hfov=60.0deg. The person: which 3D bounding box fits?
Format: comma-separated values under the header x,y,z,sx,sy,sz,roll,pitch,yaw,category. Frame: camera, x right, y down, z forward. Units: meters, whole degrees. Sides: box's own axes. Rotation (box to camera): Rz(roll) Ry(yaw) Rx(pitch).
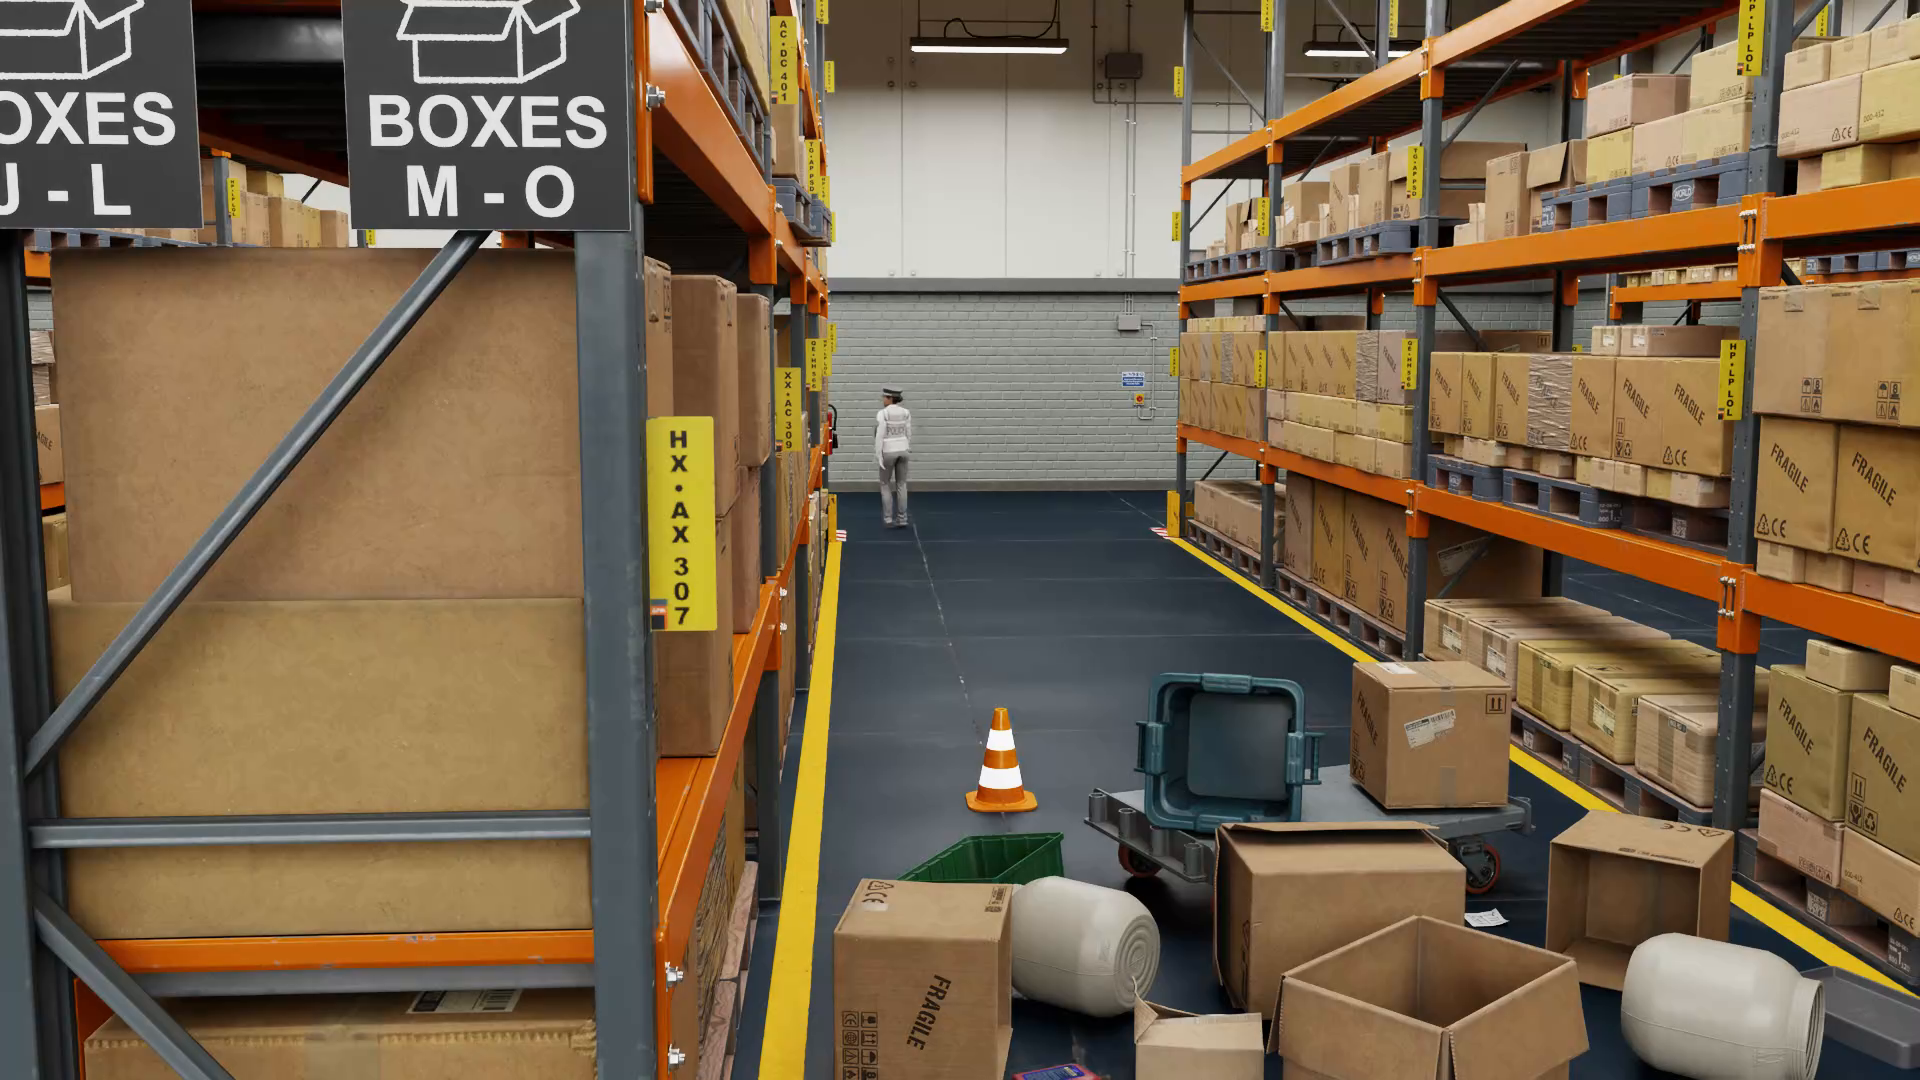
x,y,z,sx,sy,sz,roll,pitch,yaw,category
1.006,-1.408,13.412,13.080,2.337,18.705,-3,8,-26,person
